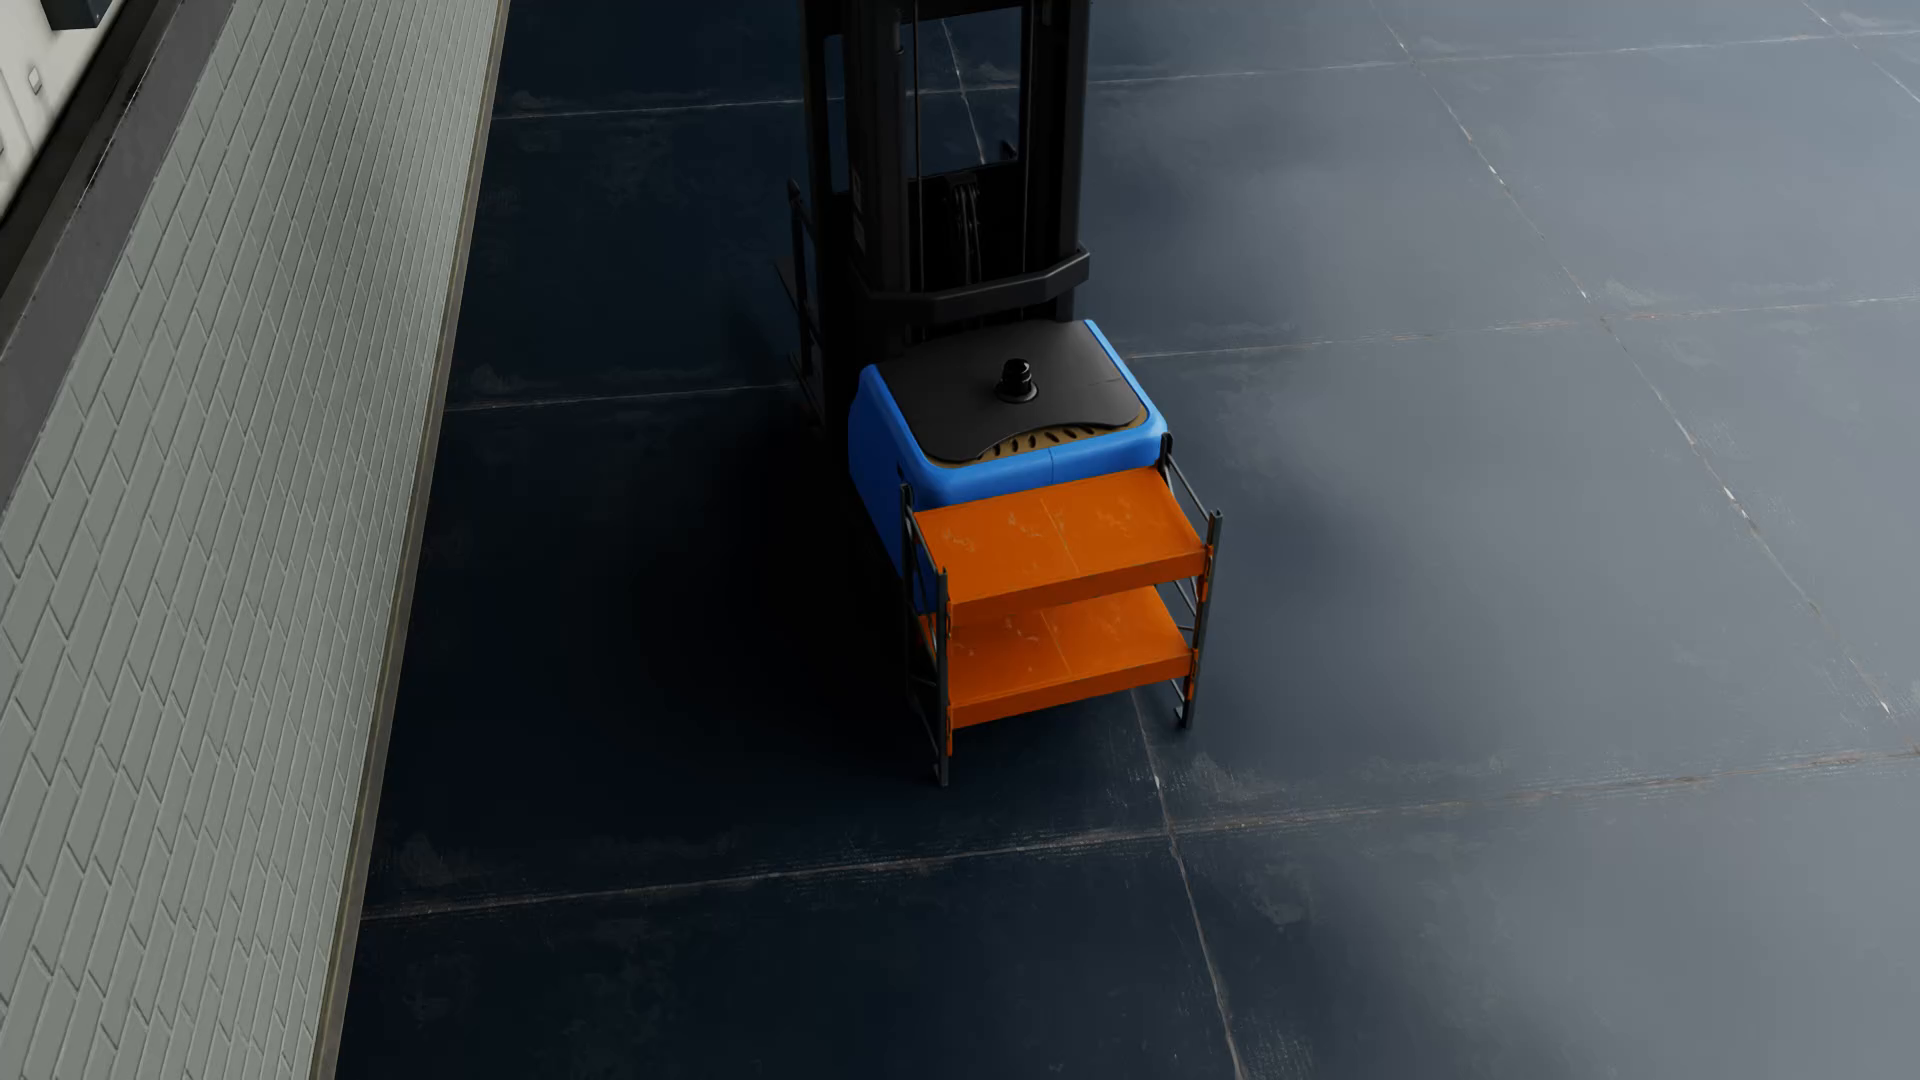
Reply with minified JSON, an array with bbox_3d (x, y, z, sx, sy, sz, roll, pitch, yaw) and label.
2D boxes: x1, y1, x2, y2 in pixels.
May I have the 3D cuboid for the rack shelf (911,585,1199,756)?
[{"bbox_3d":[0.355,0.453,6.485,1.000,0.278,0.538,-12,44,-13],"label":"rack shelf"}]

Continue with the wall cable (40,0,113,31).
[{"bbox_3d":[-2.303,-4.246,2.915,0.169,6.003,2.305,-5,42,-6],"label":"wall cable"}]

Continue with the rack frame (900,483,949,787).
[{"bbox_3d":[-0.131,0.373,6.209,0.032,1.125,0.500,-12,44,-13],"label":"rack frame"}]

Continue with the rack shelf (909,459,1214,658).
[{"bbox_3d":[0.356,0.057,6.123,1.000,0.278,0.538,-12,44,-13],"label":"rack shelf"}]

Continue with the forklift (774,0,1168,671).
[{"bbox_3d":[-0.157,-1.550,6.995,1.130,2.935,3.031,-13,44,-14],"label":"forklift"}]

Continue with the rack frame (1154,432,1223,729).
[{"bbox_3d":[0.841,0.173,6.431,0.032,1.125,0.500,-12,44,-13],"label":"rack frame"}]

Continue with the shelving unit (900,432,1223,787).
[{"bbox_3d":[0.355,0.273,6.320,1.048,1.125,0.538,-12,44,-13],"label":"shelving unit"}]
